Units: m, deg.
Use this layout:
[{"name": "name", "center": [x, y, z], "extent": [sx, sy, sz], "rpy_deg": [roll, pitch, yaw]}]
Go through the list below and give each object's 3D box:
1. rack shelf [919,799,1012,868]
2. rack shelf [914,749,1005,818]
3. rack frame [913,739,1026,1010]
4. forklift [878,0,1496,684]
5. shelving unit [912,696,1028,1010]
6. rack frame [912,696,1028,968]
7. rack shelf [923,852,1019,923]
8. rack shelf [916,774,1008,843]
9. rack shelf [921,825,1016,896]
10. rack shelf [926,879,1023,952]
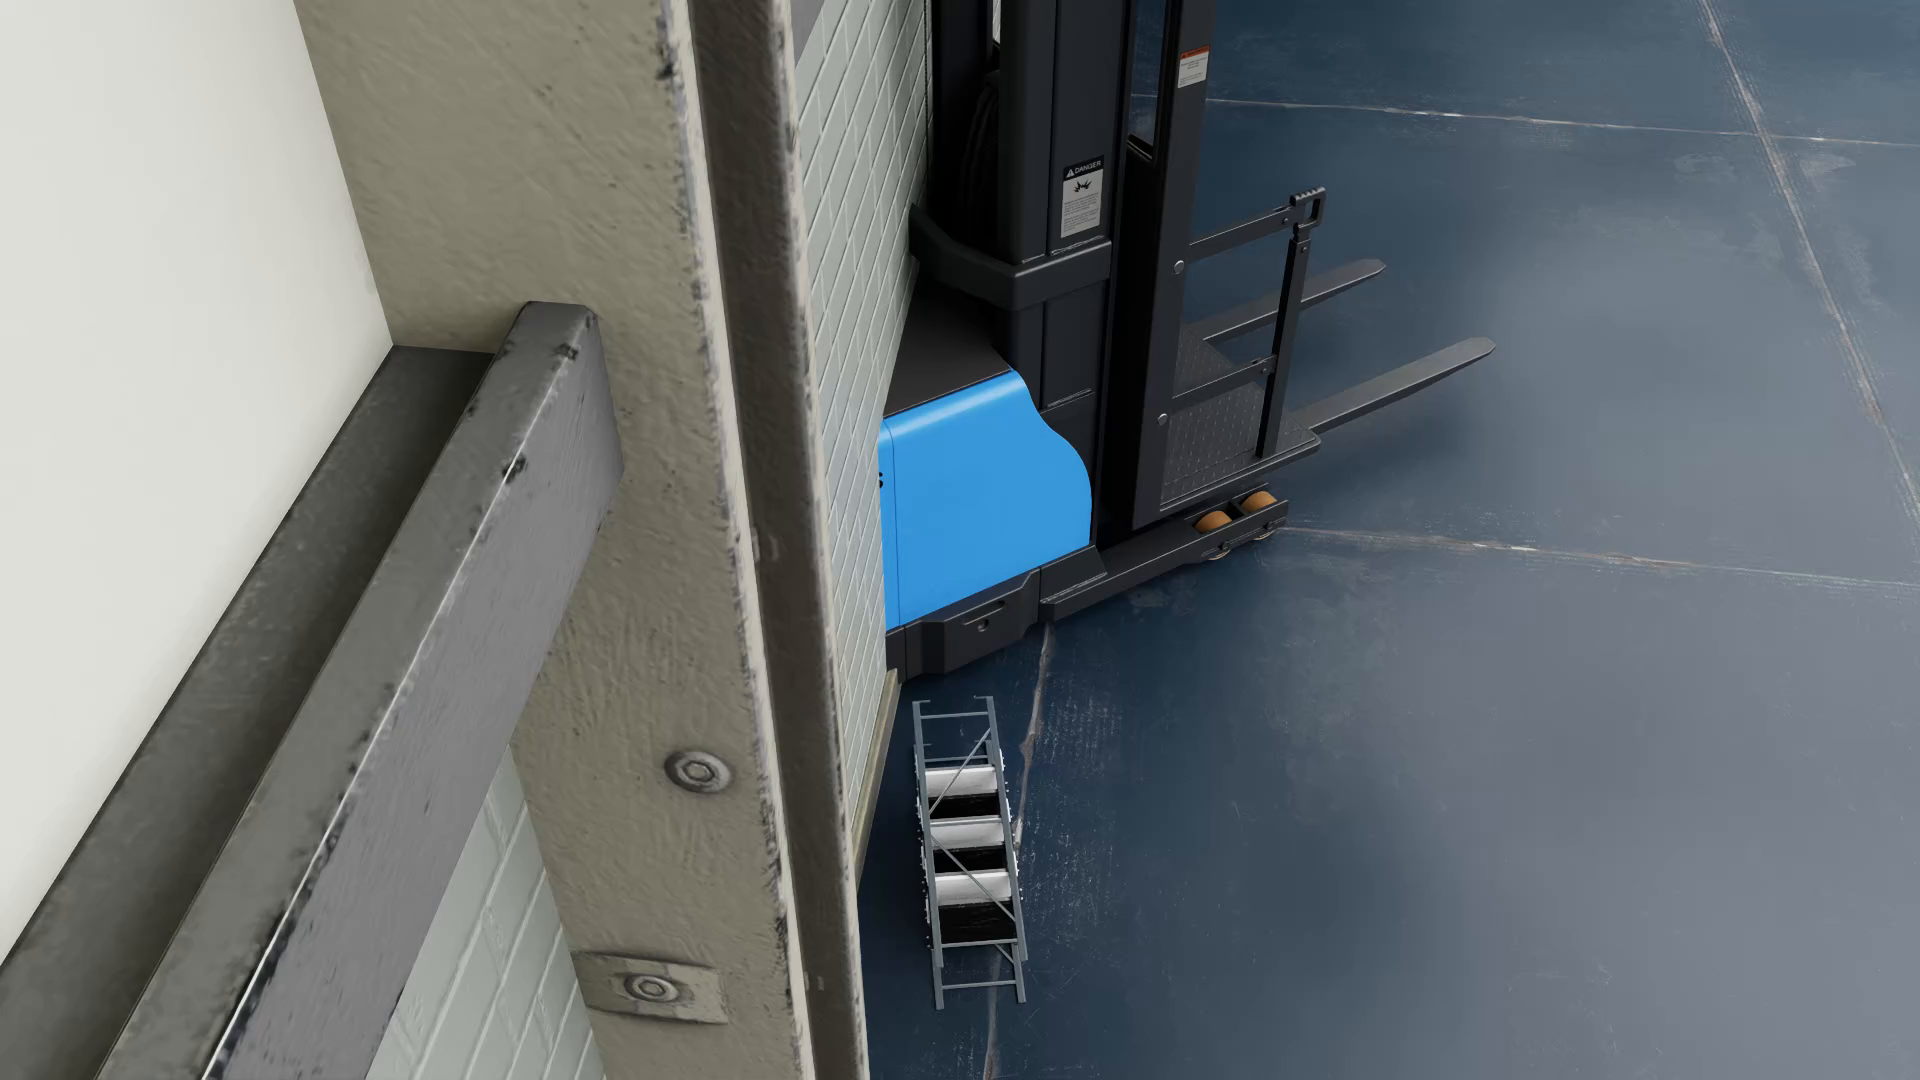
[{"name": "rack shelf", "center": [0.014, 0.834, 4.710], "extent": [0.258, 0.200, 0.077], "rpy_deg": [-3, 44, -4]}, {"name": "rack shelf", "center": [-0.002, 0.710, 4.839], "extent": [0.258, 0.200, 0.077], "rpy_deg": [-3, 44, -4]}, {"name": "rack frame", "center": [0.017, 0.930, 4.757], "extent": [0.240, 0.006, 0.900], "rpy_deg": [-3, 44, -4]}, {"name": "forklift", "center": [0.533, -1.286, 4.976], "extent": [3.031, 2.935, 1.130], "rpy_deg": [-23, 48, -22]}, {"name": "shelving unit", "center": [0.017, 0.857, 4.686], "extent": [0.258, 0.210, 0.900], "rpy_deg": [-3, 44, -4]}, {"name": "rack frame", "center": [0.017, 0.784, 4.616], "extent": [0.240, 0.006, 0.900], "rpy_deg": [-3, 44, -4]}, {"name": "rack shelf", "center": [0.030, 0.959, 4.581], "extent": [0.258, 0.200, 0.077], "rpy_deg": [-3, 44, -4]}, {"name": "rack shelf", "center": [0.006, 0.772, 4.775], "extent": [0.258, 0.200, 0.077], "rpy_deg": [-3, 44, -4]}, {"name": "rack shelf", "center": [0.022, 0.896, 4.646], "extent": [0.258, 0.200, 0.077], "rpy_deg": [-3, 44, -4]}, {"name": "rack shelf", "center": [0.038, 1.021, 4.517], "extent": [0.258, 0.200, 0.077], "rpy_deg": [-3, 44, -4]}]
